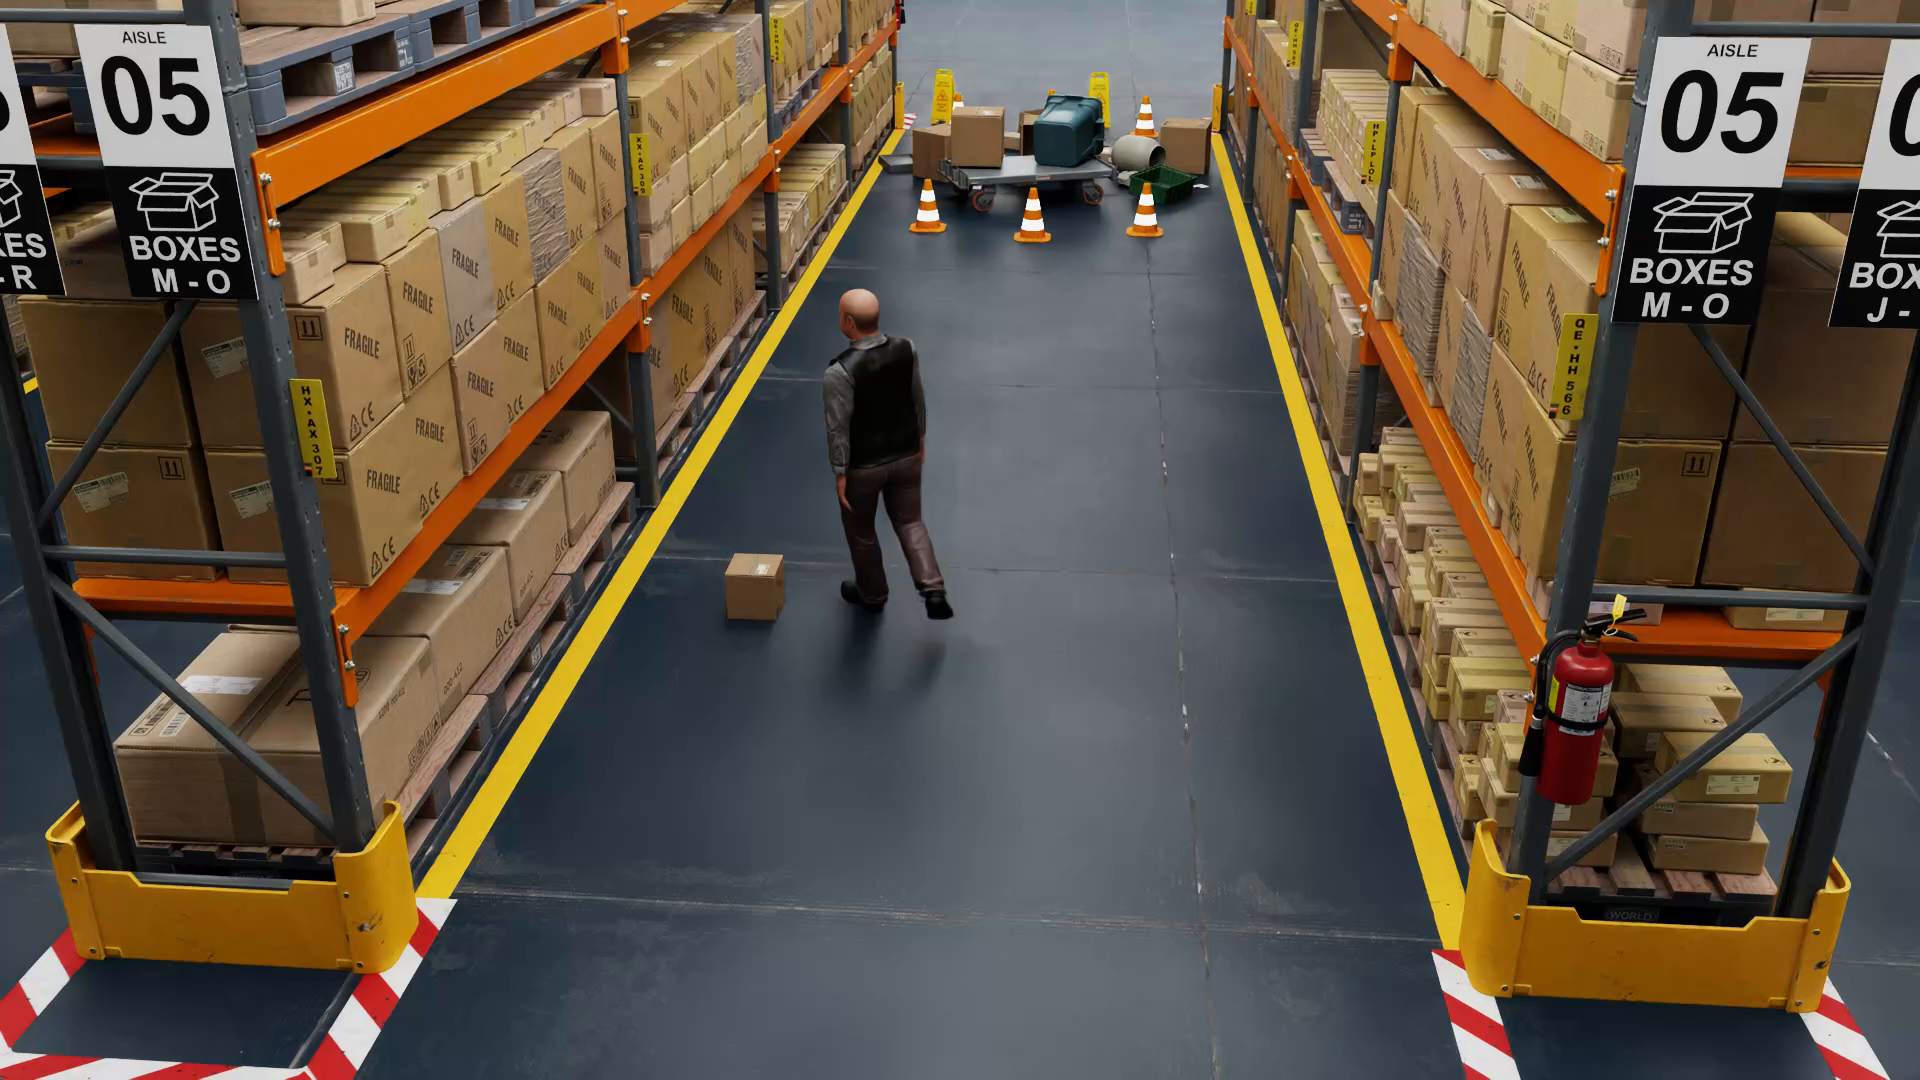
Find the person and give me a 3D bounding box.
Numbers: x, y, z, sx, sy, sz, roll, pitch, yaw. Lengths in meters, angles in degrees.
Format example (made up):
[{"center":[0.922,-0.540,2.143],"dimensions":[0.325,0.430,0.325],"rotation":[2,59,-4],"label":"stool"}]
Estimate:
[{"center":[-0.370,-0.366,7.940],"dimensions":[0.602,1.710,0.821],"rotation":[-16,29,-31],"label":"person"}]
